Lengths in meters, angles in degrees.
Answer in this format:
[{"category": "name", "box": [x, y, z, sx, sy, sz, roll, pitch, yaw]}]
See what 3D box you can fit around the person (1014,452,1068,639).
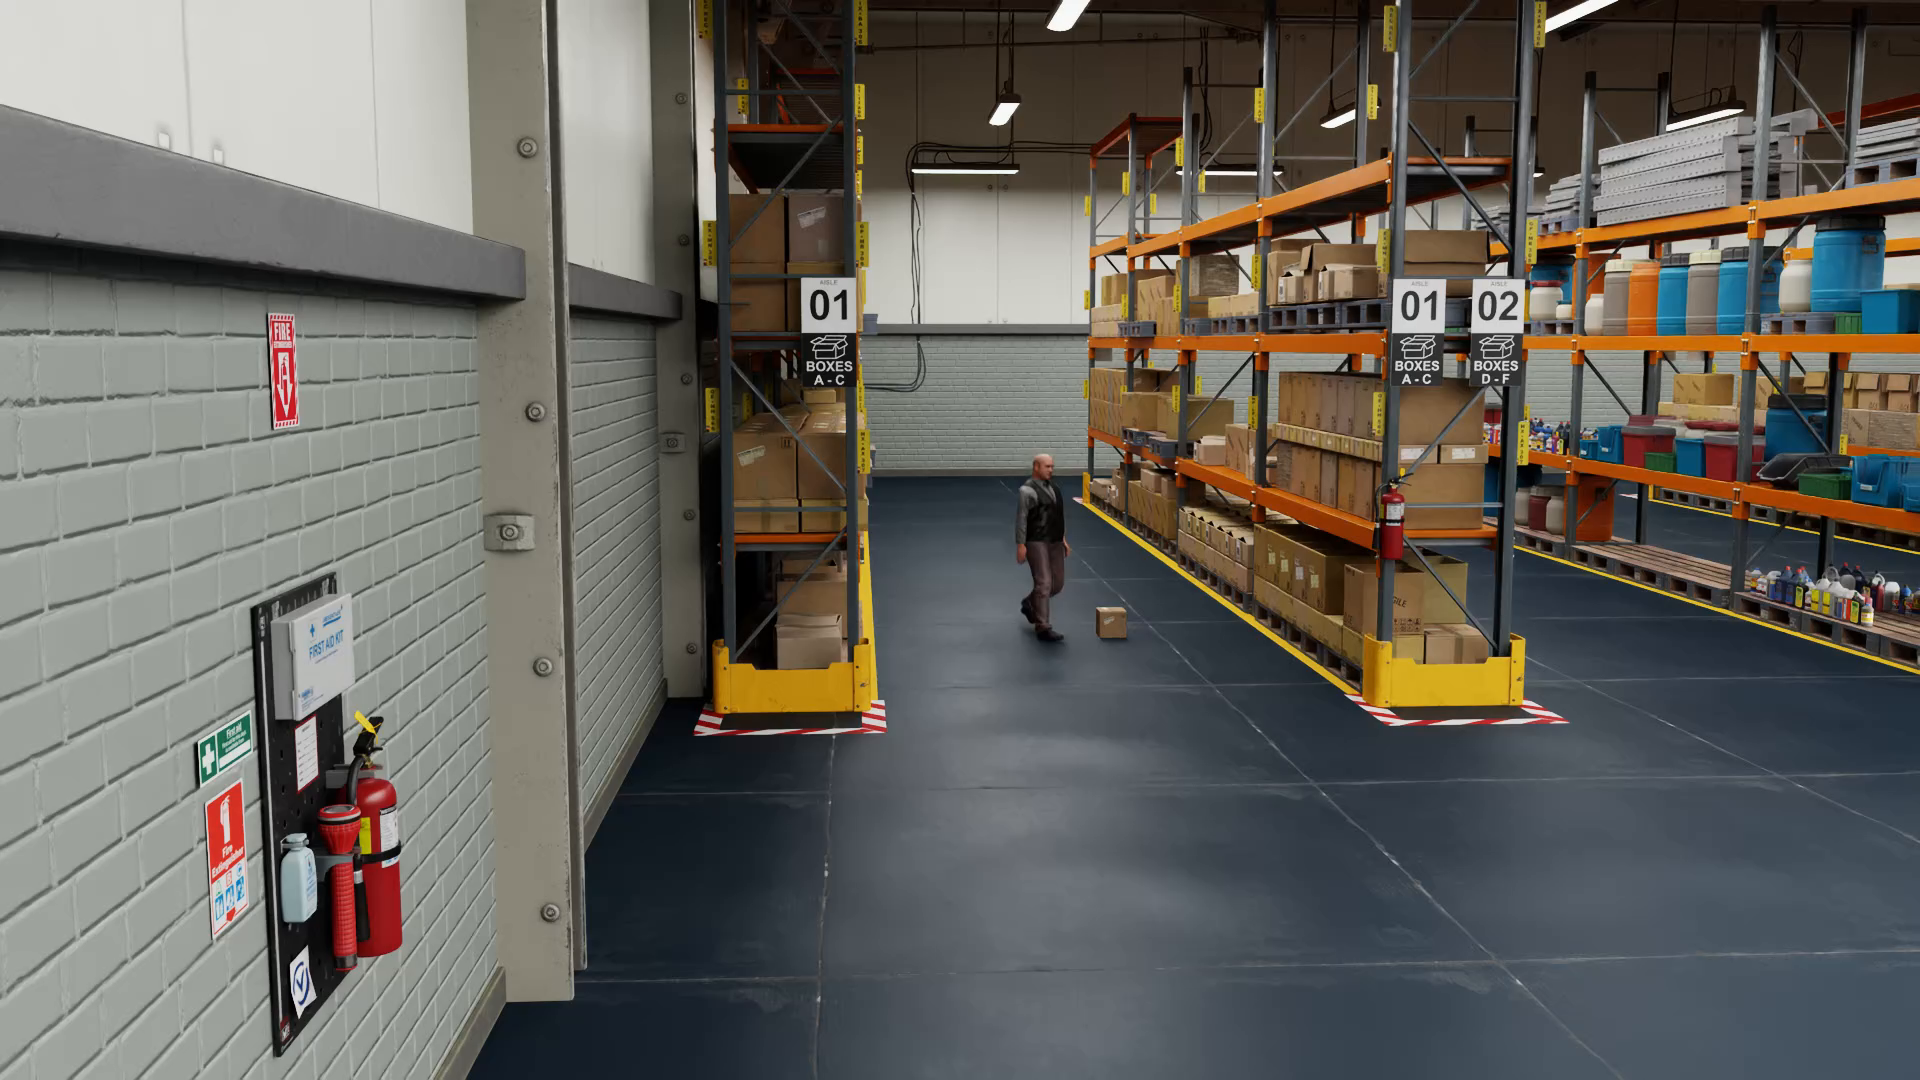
[{"category": "person", "box": [0.772, 0.081, 15.577, 0.668, 1.599, 0.582, 6, 9, 41]}]
